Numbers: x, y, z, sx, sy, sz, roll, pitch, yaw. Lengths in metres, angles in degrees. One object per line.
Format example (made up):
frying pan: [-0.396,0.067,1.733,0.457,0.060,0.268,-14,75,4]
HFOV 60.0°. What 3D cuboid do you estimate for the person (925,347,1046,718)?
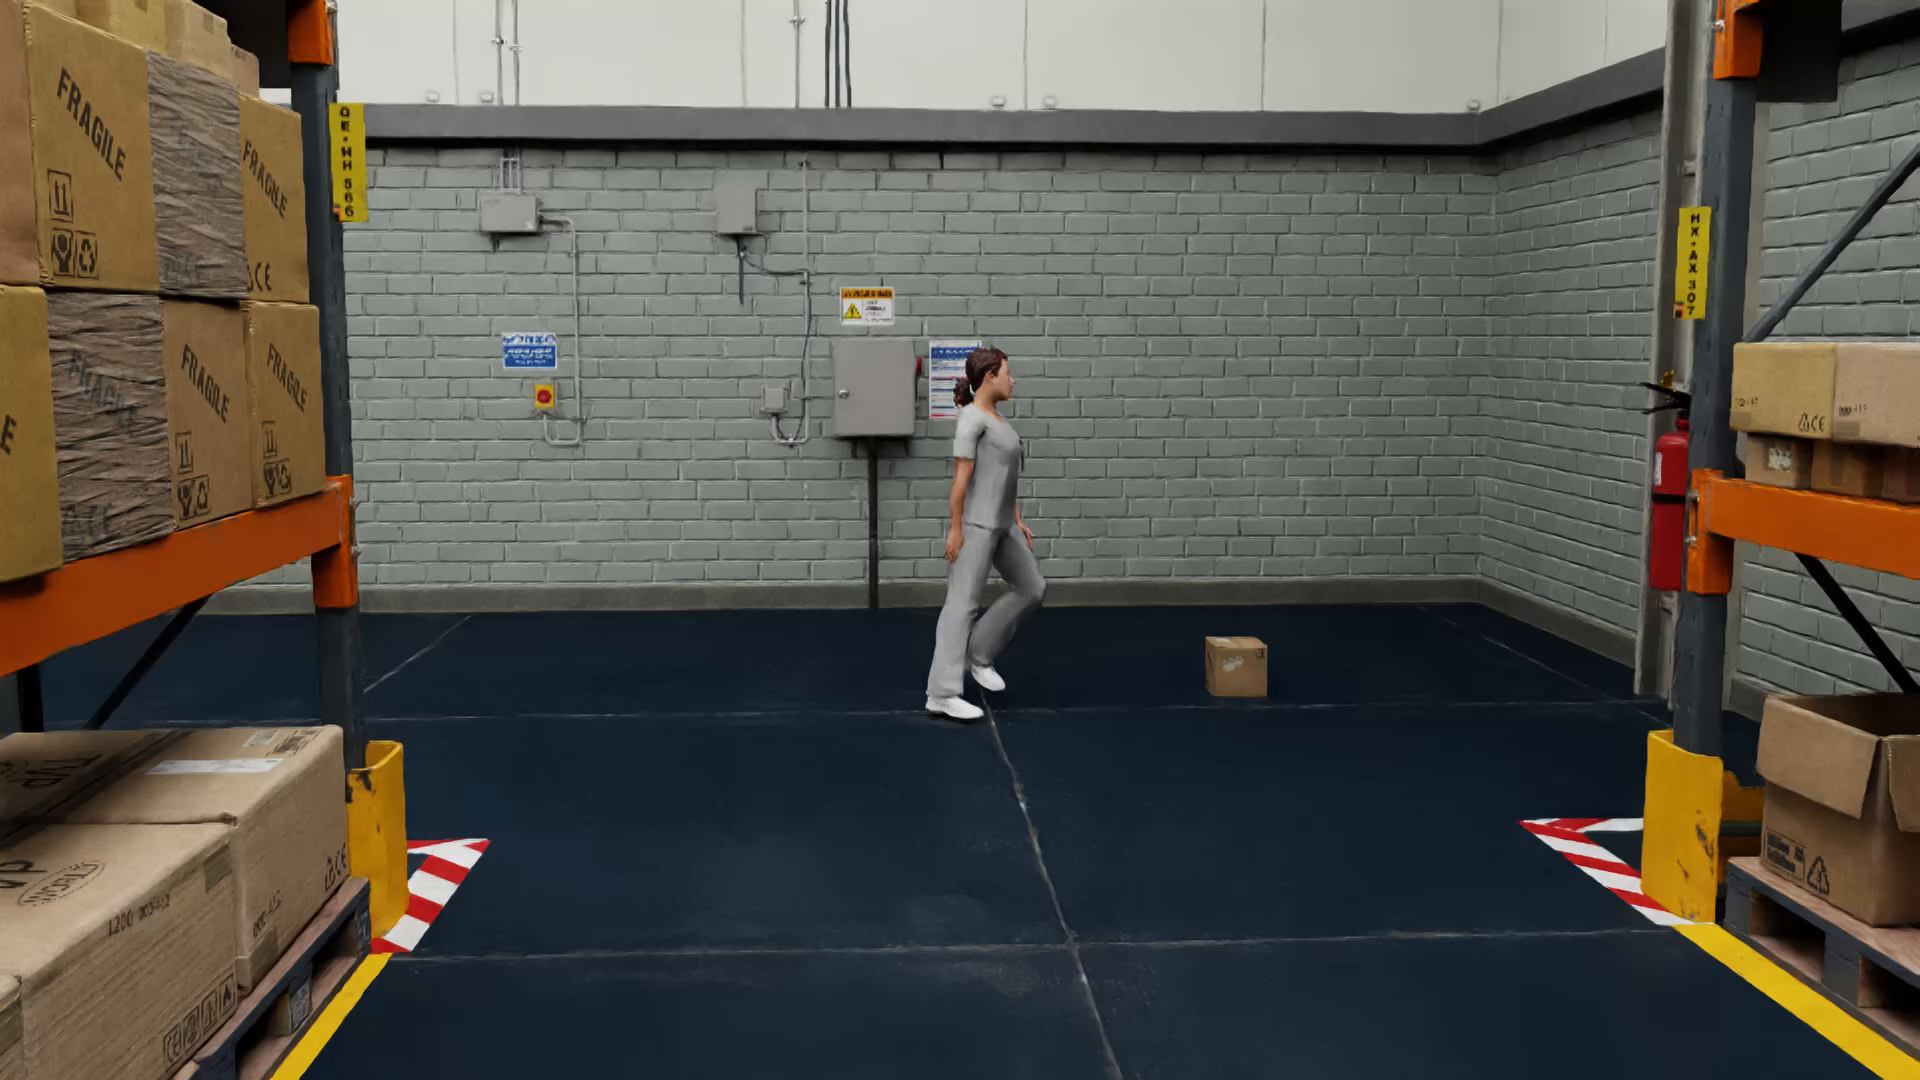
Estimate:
person: [0.107,-0.047,7.601,0.459,1.653,0.581,3,7,20]
